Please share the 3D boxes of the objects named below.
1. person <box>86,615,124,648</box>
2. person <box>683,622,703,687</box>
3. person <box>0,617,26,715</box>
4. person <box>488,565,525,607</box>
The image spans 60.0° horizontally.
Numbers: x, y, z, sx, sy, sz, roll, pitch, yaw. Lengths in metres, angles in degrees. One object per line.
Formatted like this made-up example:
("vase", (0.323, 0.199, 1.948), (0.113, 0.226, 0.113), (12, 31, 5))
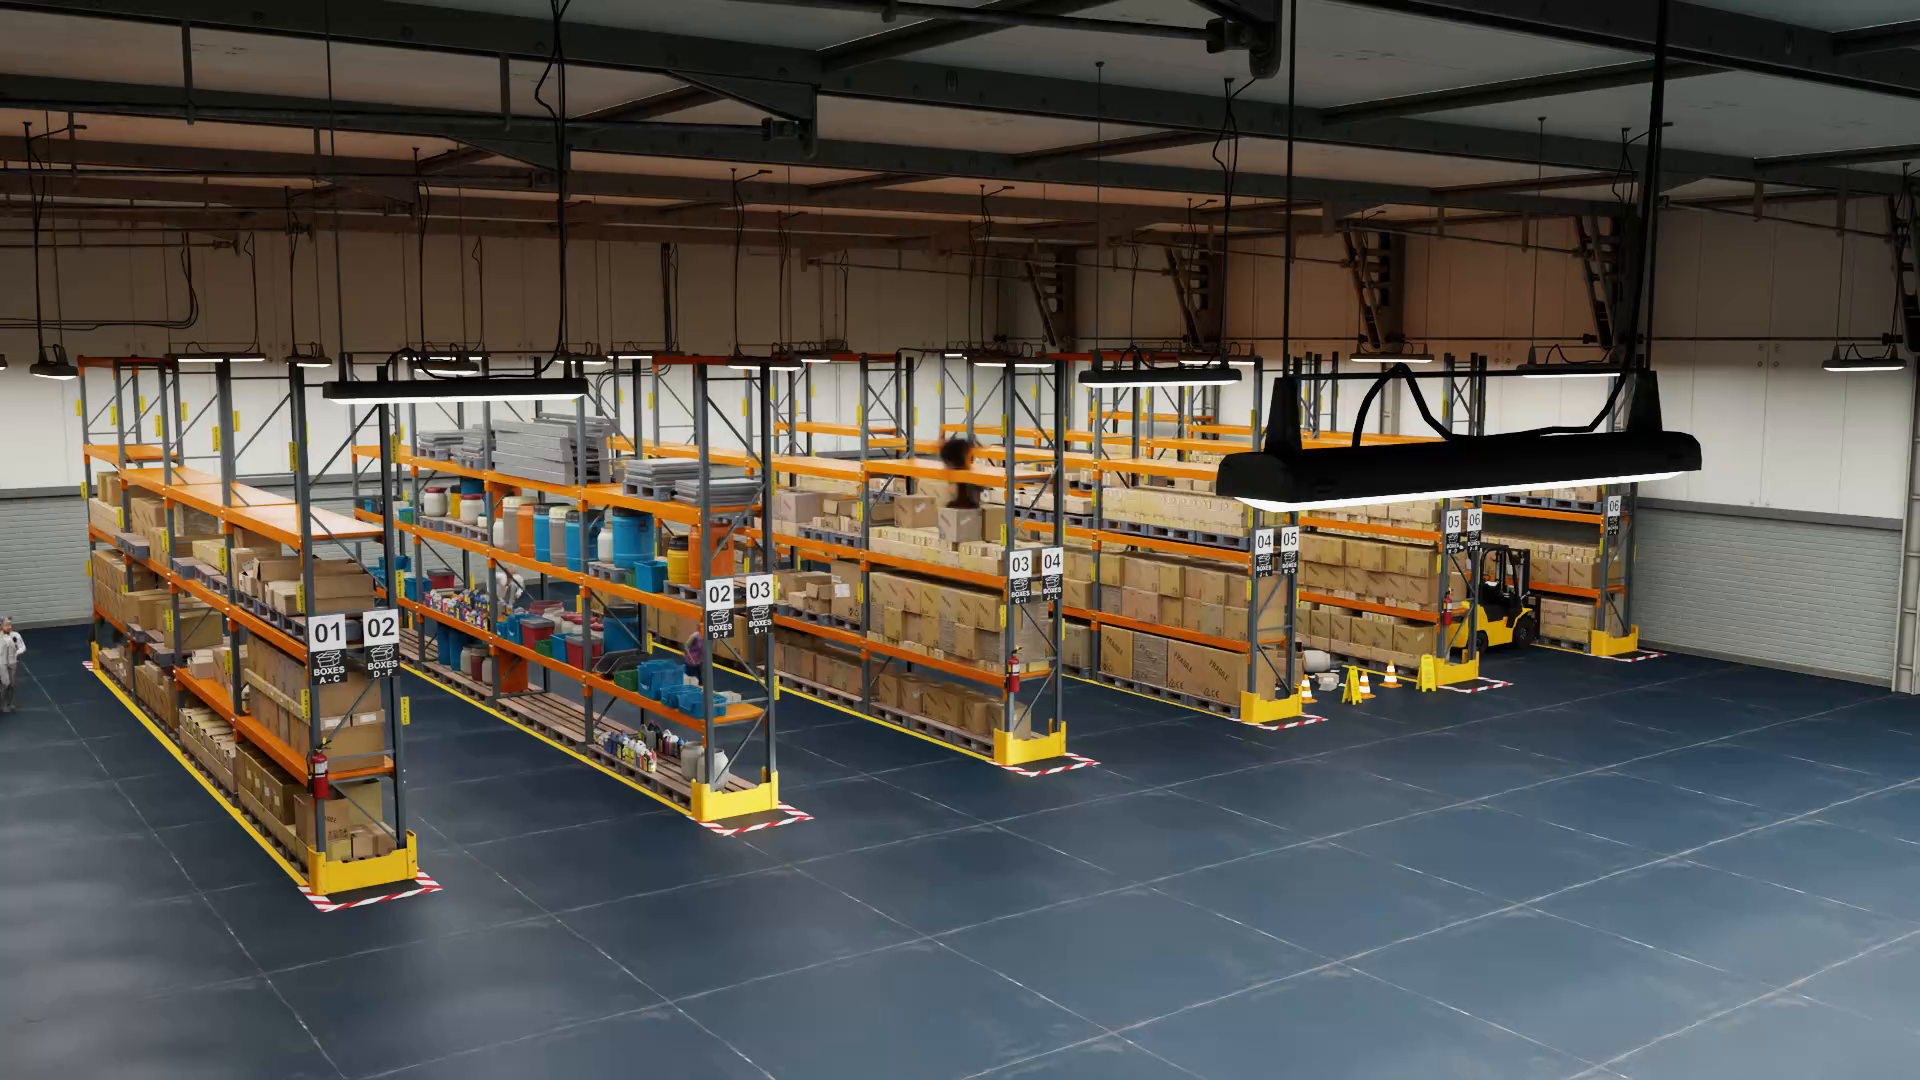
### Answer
("person", (-17.318, 1.364, 33.740), (0.931, 1.847, 0.674), (1, 7, 10))
("person", (-4.642, 2.123, 28.662), (0.863, 1.552, 0.551), (4, 8, 31))
("person", (-16.129, 2.111, 28.118), (0.628, 1.685, 0.689), (-7, 10, -44))
("person", (-9.633, 1.283, 35.178), (0.714, 1.607, 1.137), (-4, 8, -31))
